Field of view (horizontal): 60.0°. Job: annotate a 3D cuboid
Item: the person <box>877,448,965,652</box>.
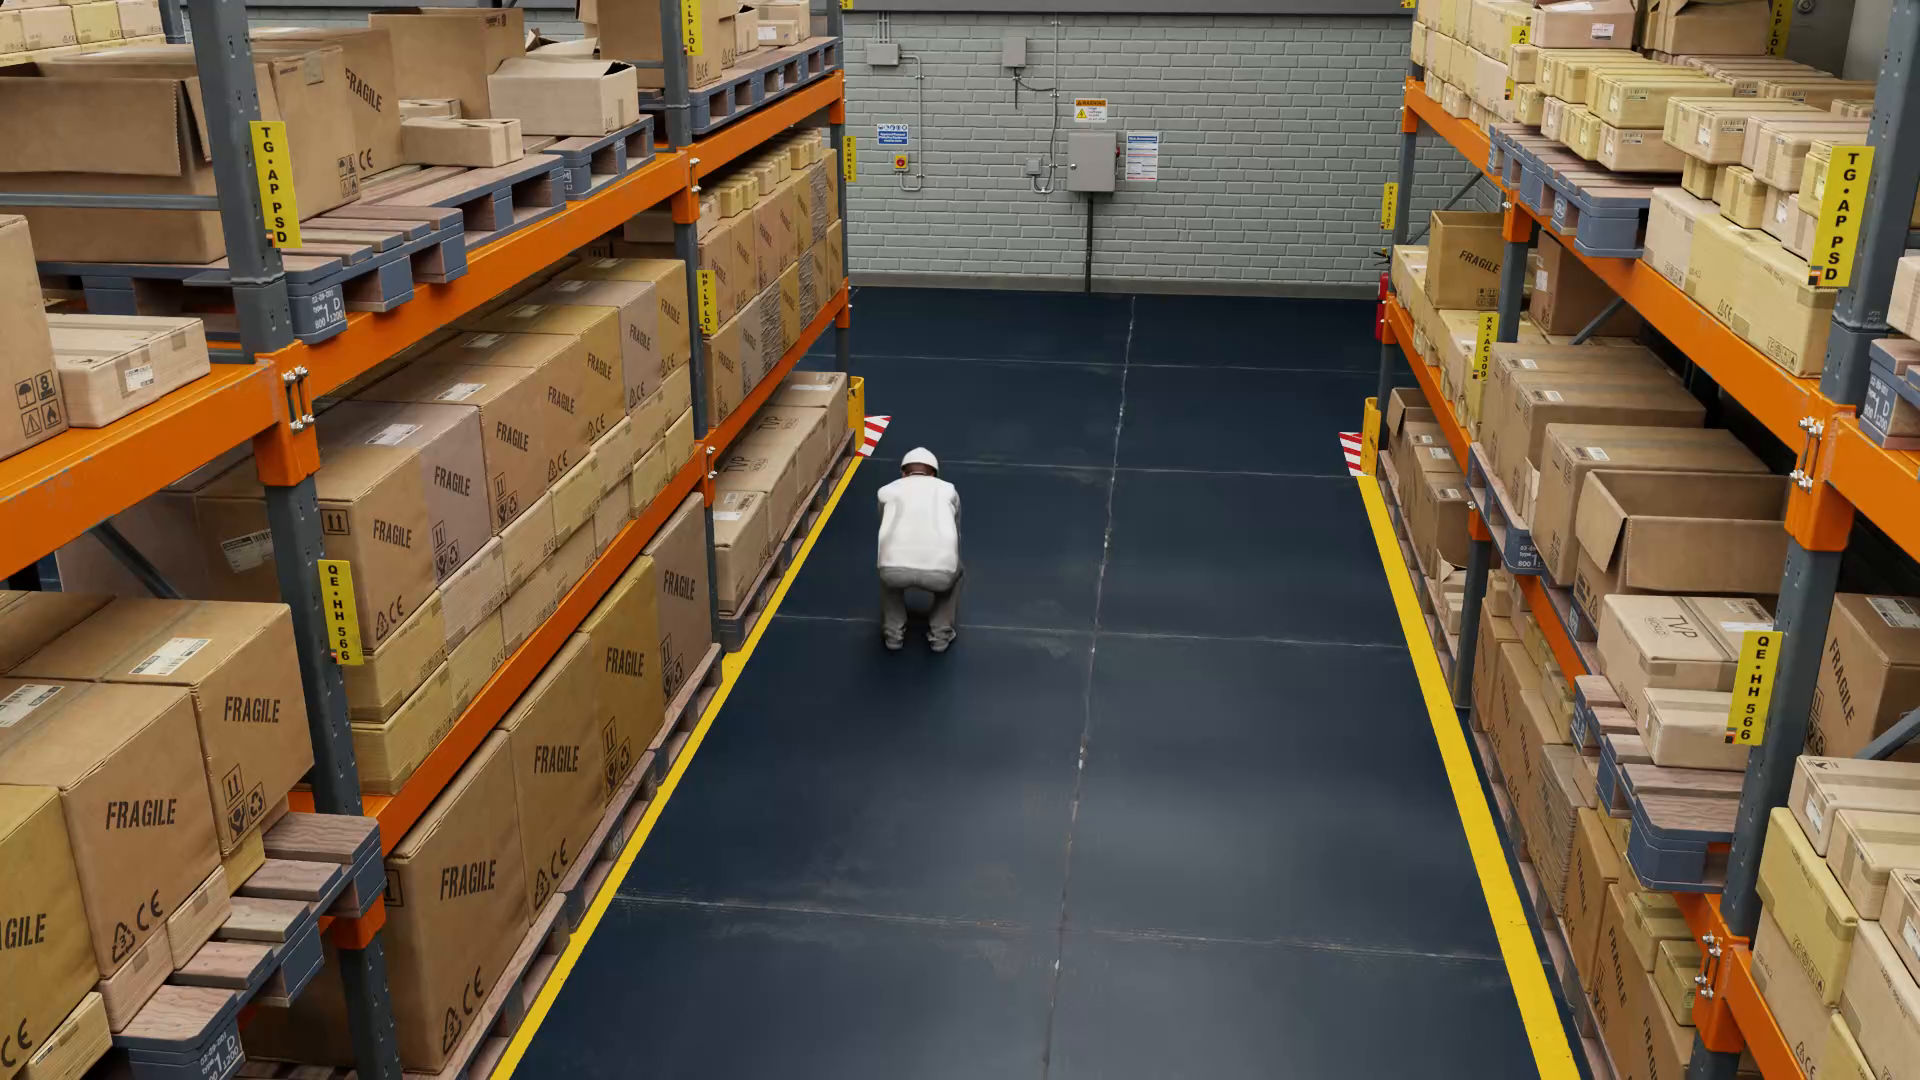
[{"bbox_3d":[-0.228,0.064,9.471,0.507,1.000,0.924,2,21,5],"label":"person"}]
